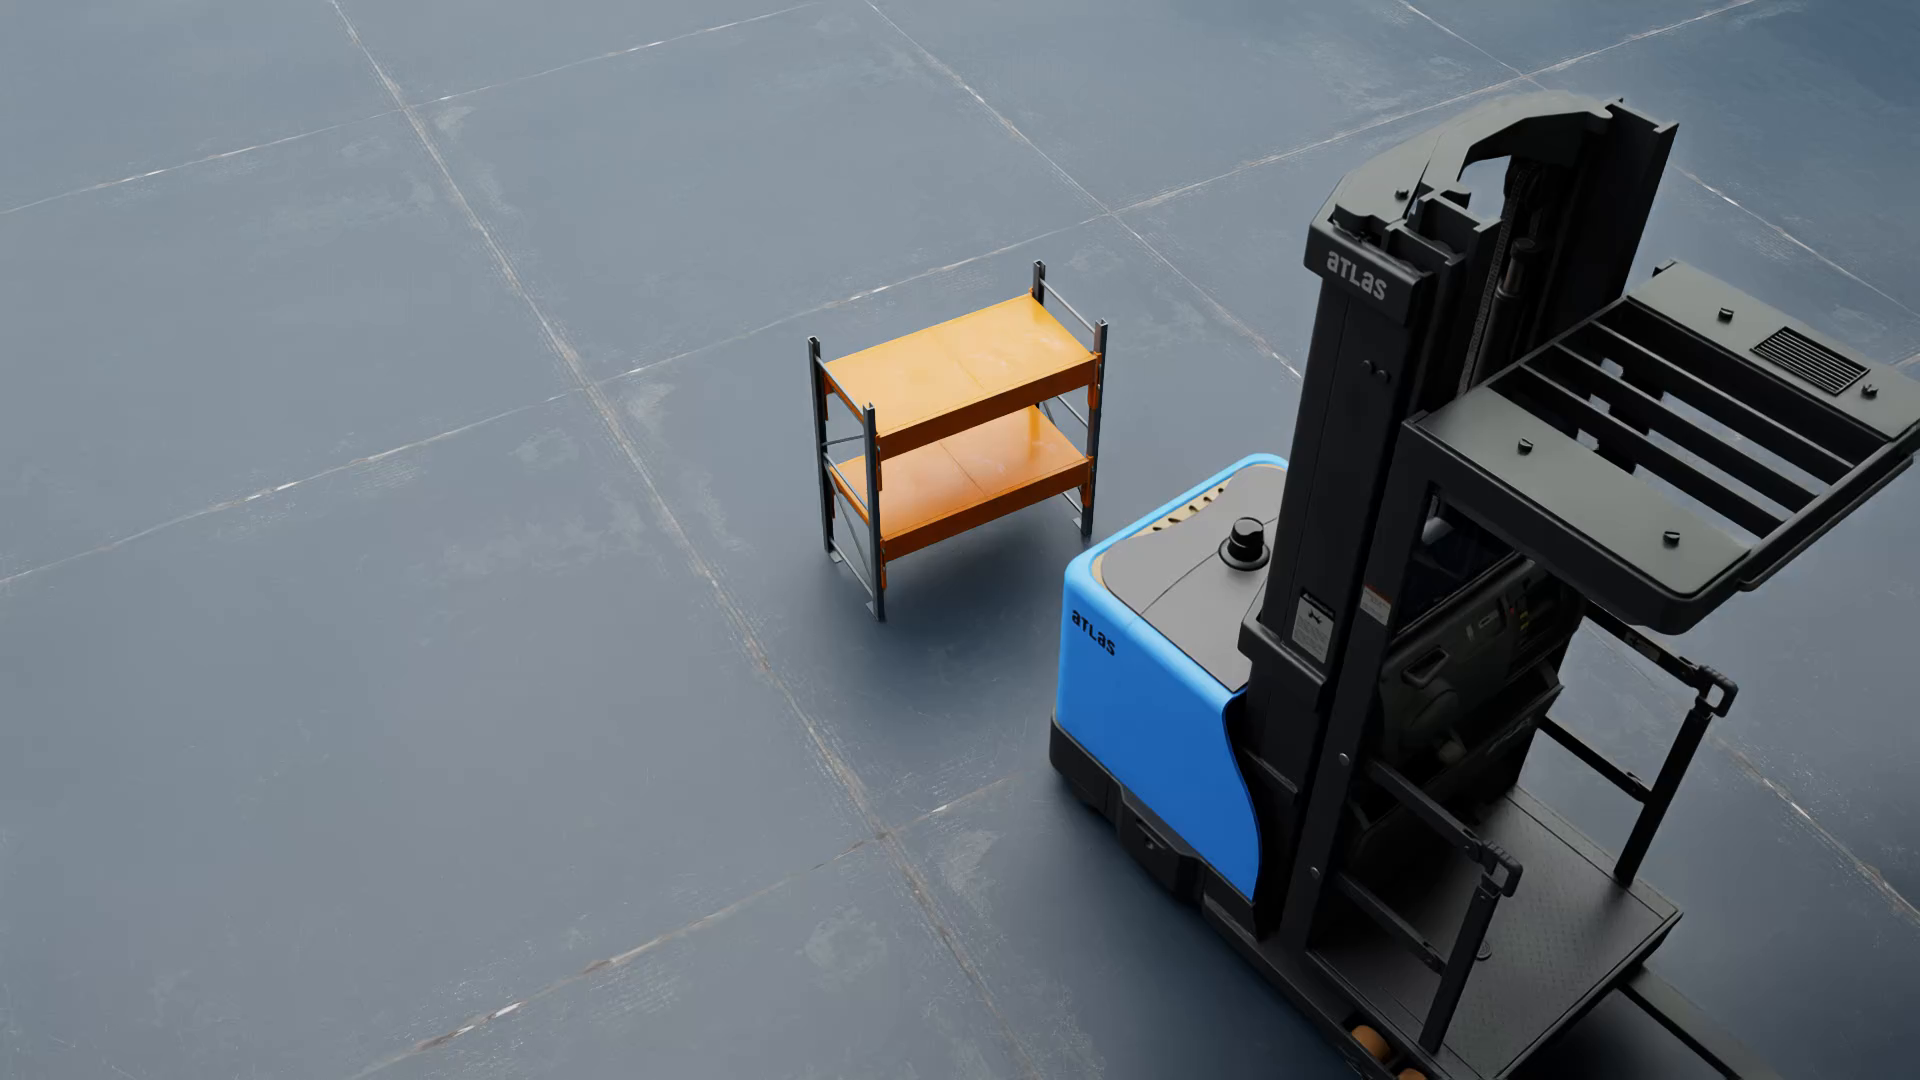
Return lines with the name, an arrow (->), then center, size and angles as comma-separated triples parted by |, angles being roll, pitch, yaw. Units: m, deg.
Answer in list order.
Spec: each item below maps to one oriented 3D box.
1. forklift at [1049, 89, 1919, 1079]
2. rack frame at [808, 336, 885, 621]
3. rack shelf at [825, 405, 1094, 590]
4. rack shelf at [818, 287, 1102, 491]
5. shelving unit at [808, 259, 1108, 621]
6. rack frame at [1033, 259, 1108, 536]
forklift -> 1.648, 0.391, 4.672 | 1.130, 2.935, 3.031 | -29, 51, -27
rack frame -> -0.447, -0.225, 6.603 | 0.032, 1.125, 0.500 | -22, 48, -21
rack shelf -> -0.006, -0.226, 6.956 | 1.000, 0.278, 0.538 | -22, 48, -21
rack shelf -> -0.006, -0.611, 6.581 | 1.000, 0.278, 0.538 | -22, 48, -21
shelving unit -> -0.006, -0.401, 6.785 | 1.048, 1.125, 0.538 | -22, 48, -21
rack frame -> 0.435, -0.578, 6.967 | 0.032, 1.125, 0.500 | -22, 48, -21
